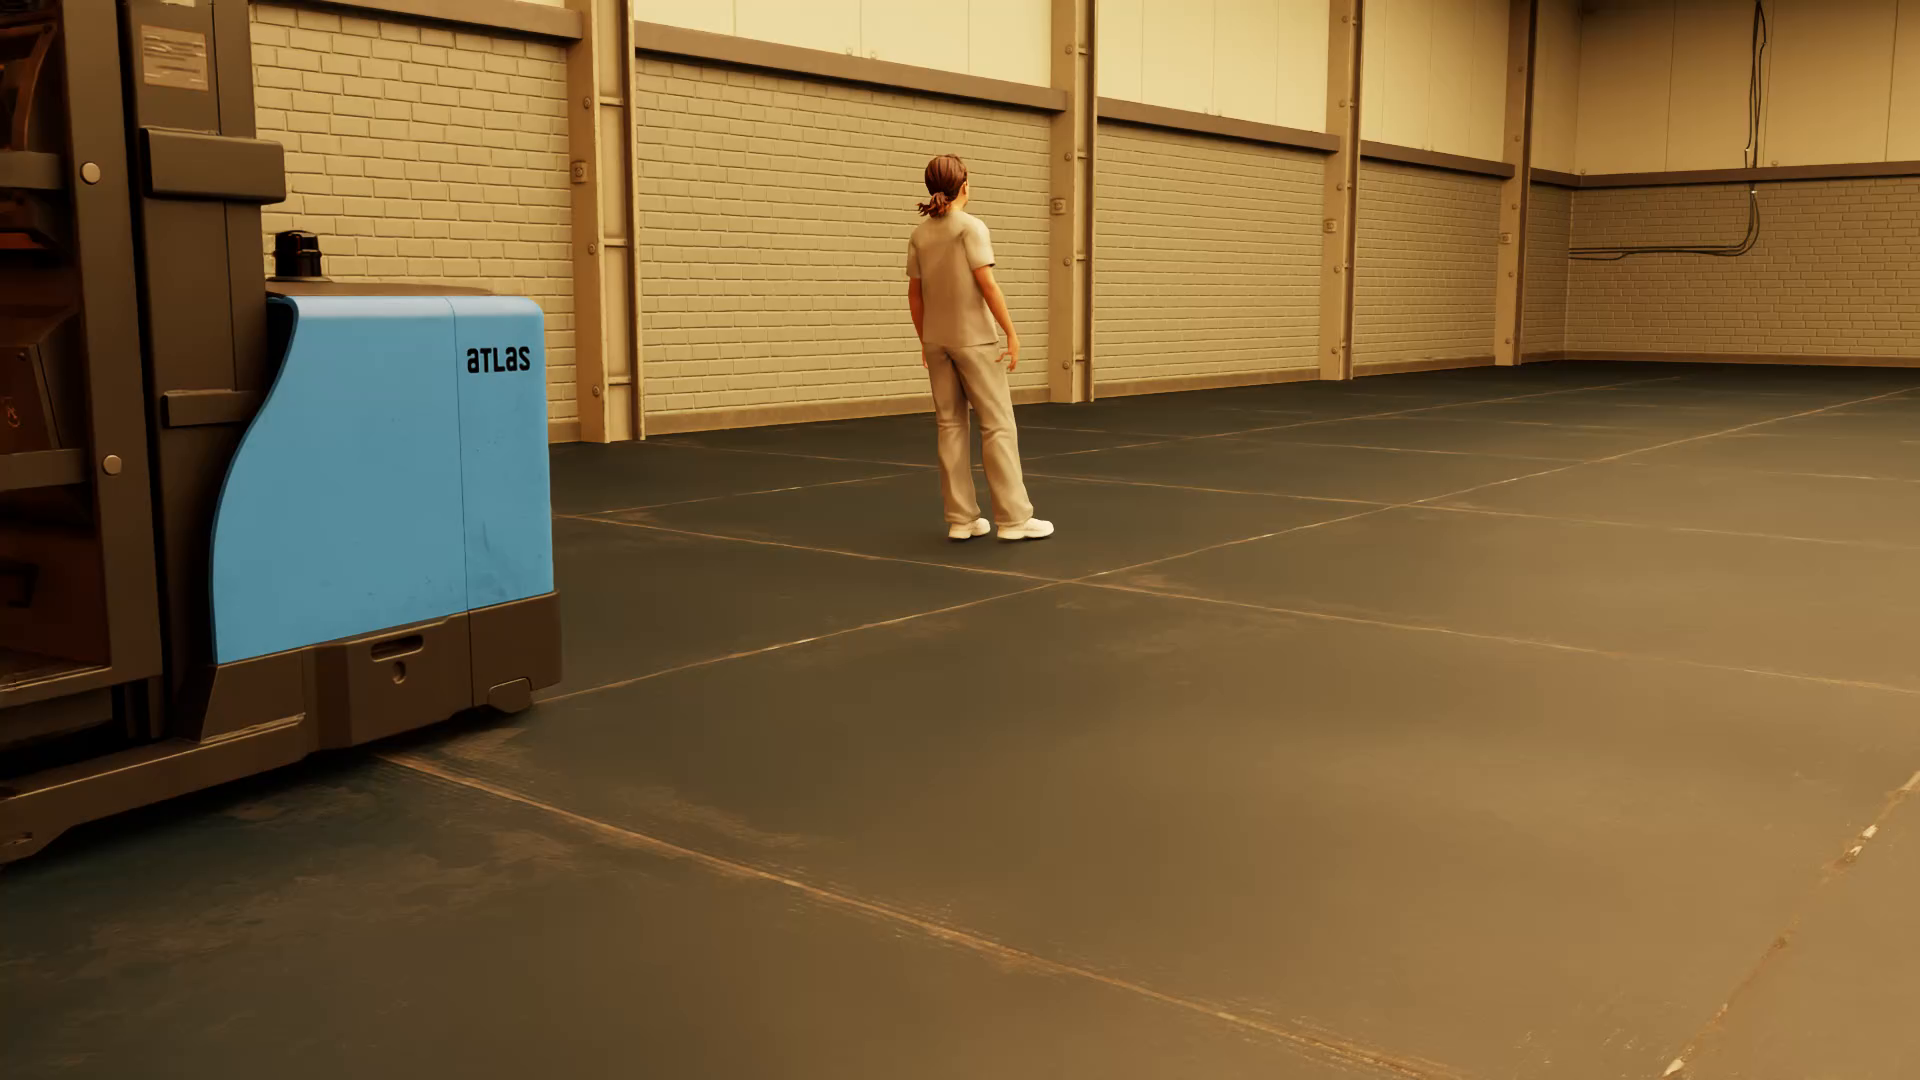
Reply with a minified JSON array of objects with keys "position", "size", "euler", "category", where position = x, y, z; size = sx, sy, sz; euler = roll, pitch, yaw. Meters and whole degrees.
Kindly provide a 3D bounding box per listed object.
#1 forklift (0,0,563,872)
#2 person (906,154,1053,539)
[{"position":[-2.219,-0.861,3.170],"size":[1.130,2.935,3.031],"euler":[5,10,30],"category":"forklift"},{"position":[0.057,-0.844,7.331],"size":[0.549,1.673,0.548],"euler":[7,11,38],"category":"person"}]
